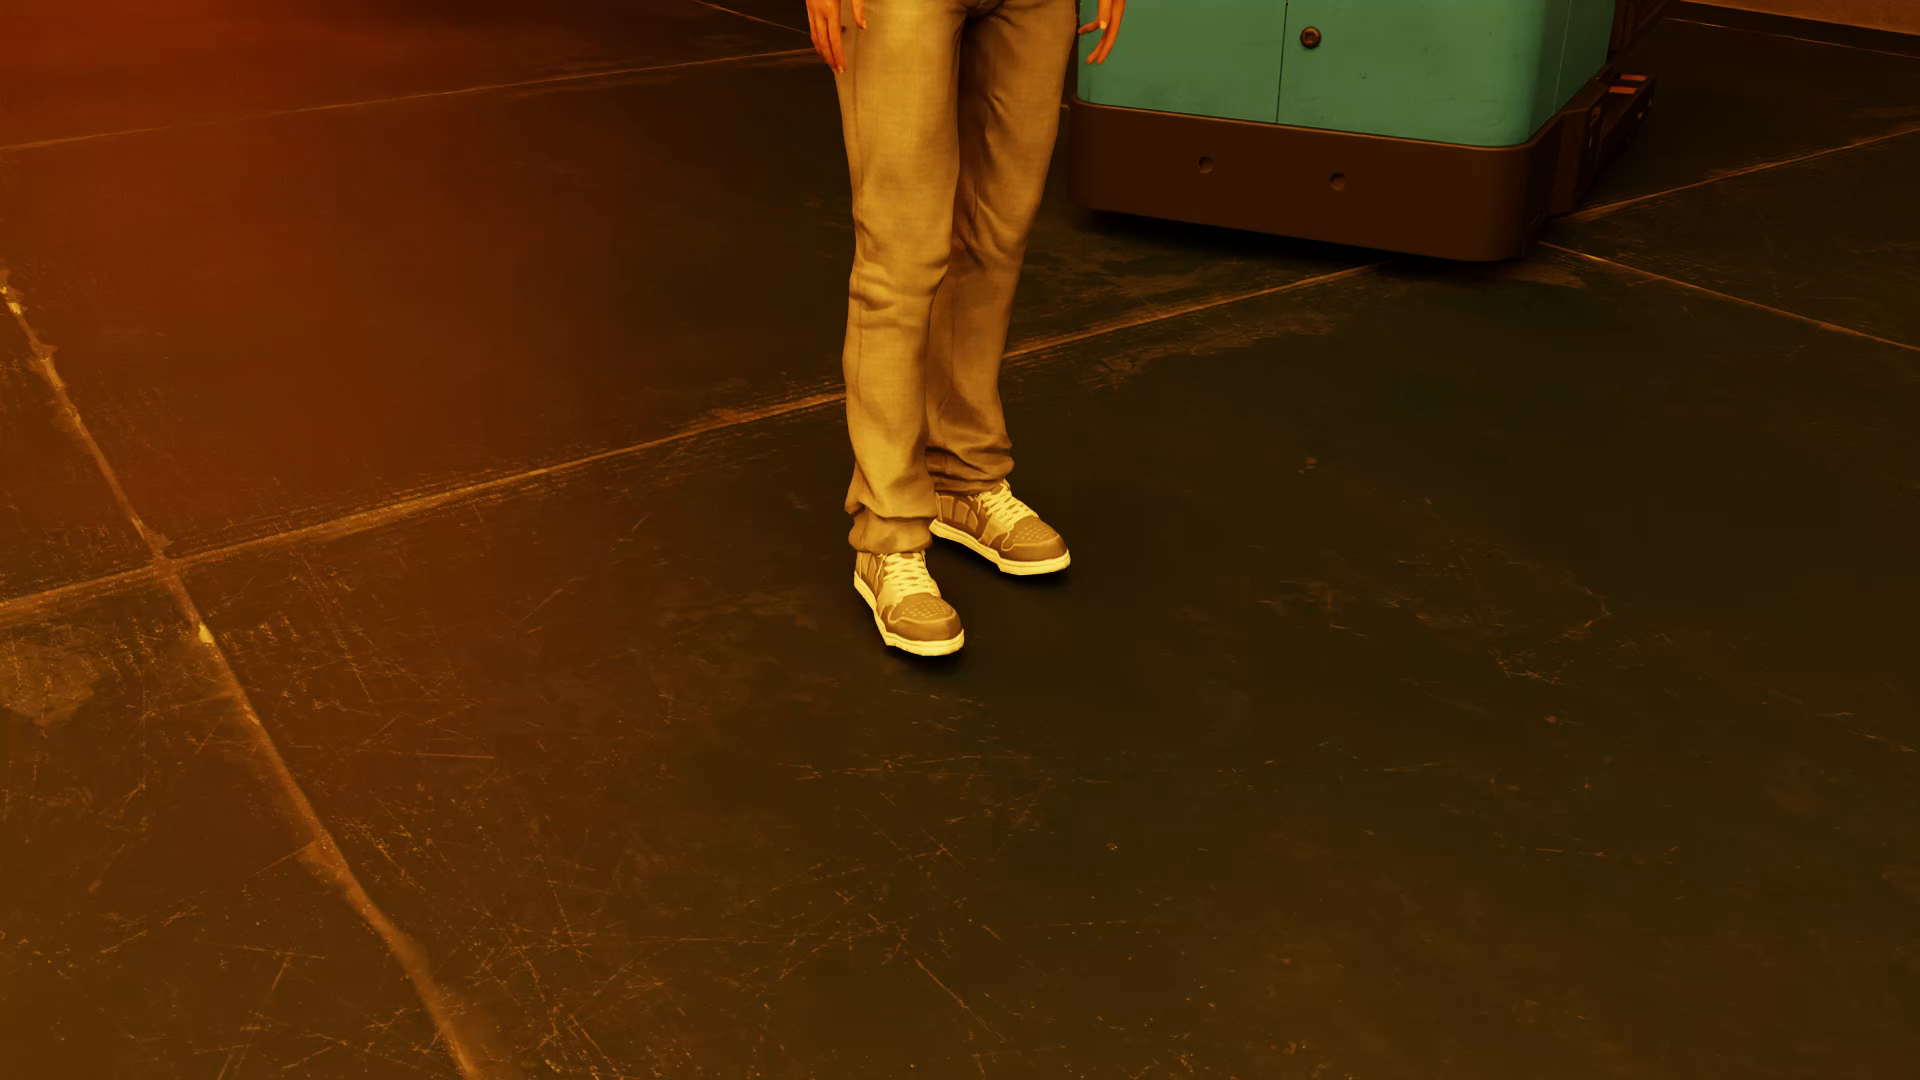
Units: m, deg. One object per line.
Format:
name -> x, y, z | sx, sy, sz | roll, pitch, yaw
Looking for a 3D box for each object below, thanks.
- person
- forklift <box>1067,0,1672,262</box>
person -> 0.030, -0.690, 2.077 | 0.519, 1.598, 0.474 | -17, 31, -31
forklift -> 1.398, -2.523, 4.261 | 1.130, 2.935, 3.031 | 14, 30, 25
